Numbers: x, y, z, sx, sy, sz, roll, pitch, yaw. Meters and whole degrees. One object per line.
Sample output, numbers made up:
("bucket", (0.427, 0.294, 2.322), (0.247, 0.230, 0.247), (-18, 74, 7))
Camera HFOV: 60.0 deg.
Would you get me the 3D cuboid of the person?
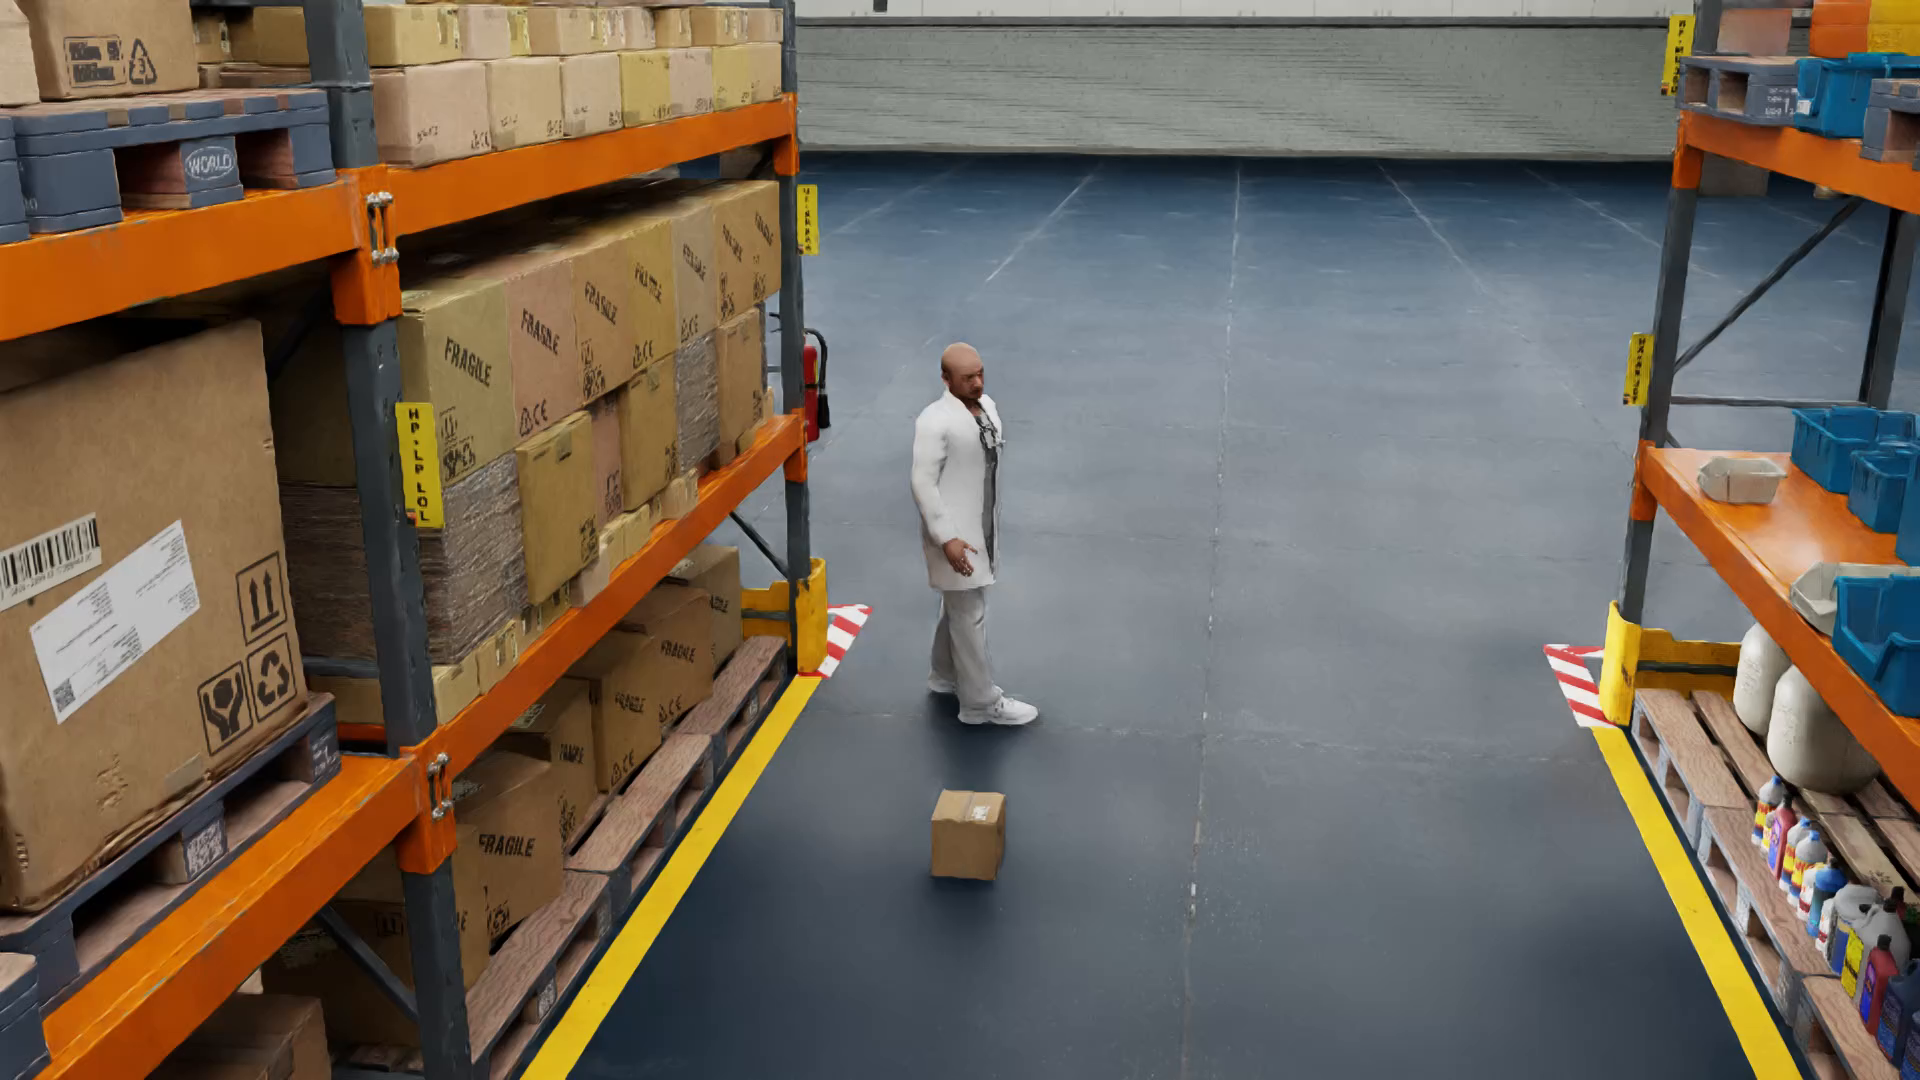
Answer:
("person", (0.066, -0.023, 7.634), (0.652, 1.788, 0.675), (9, 20, 27))
